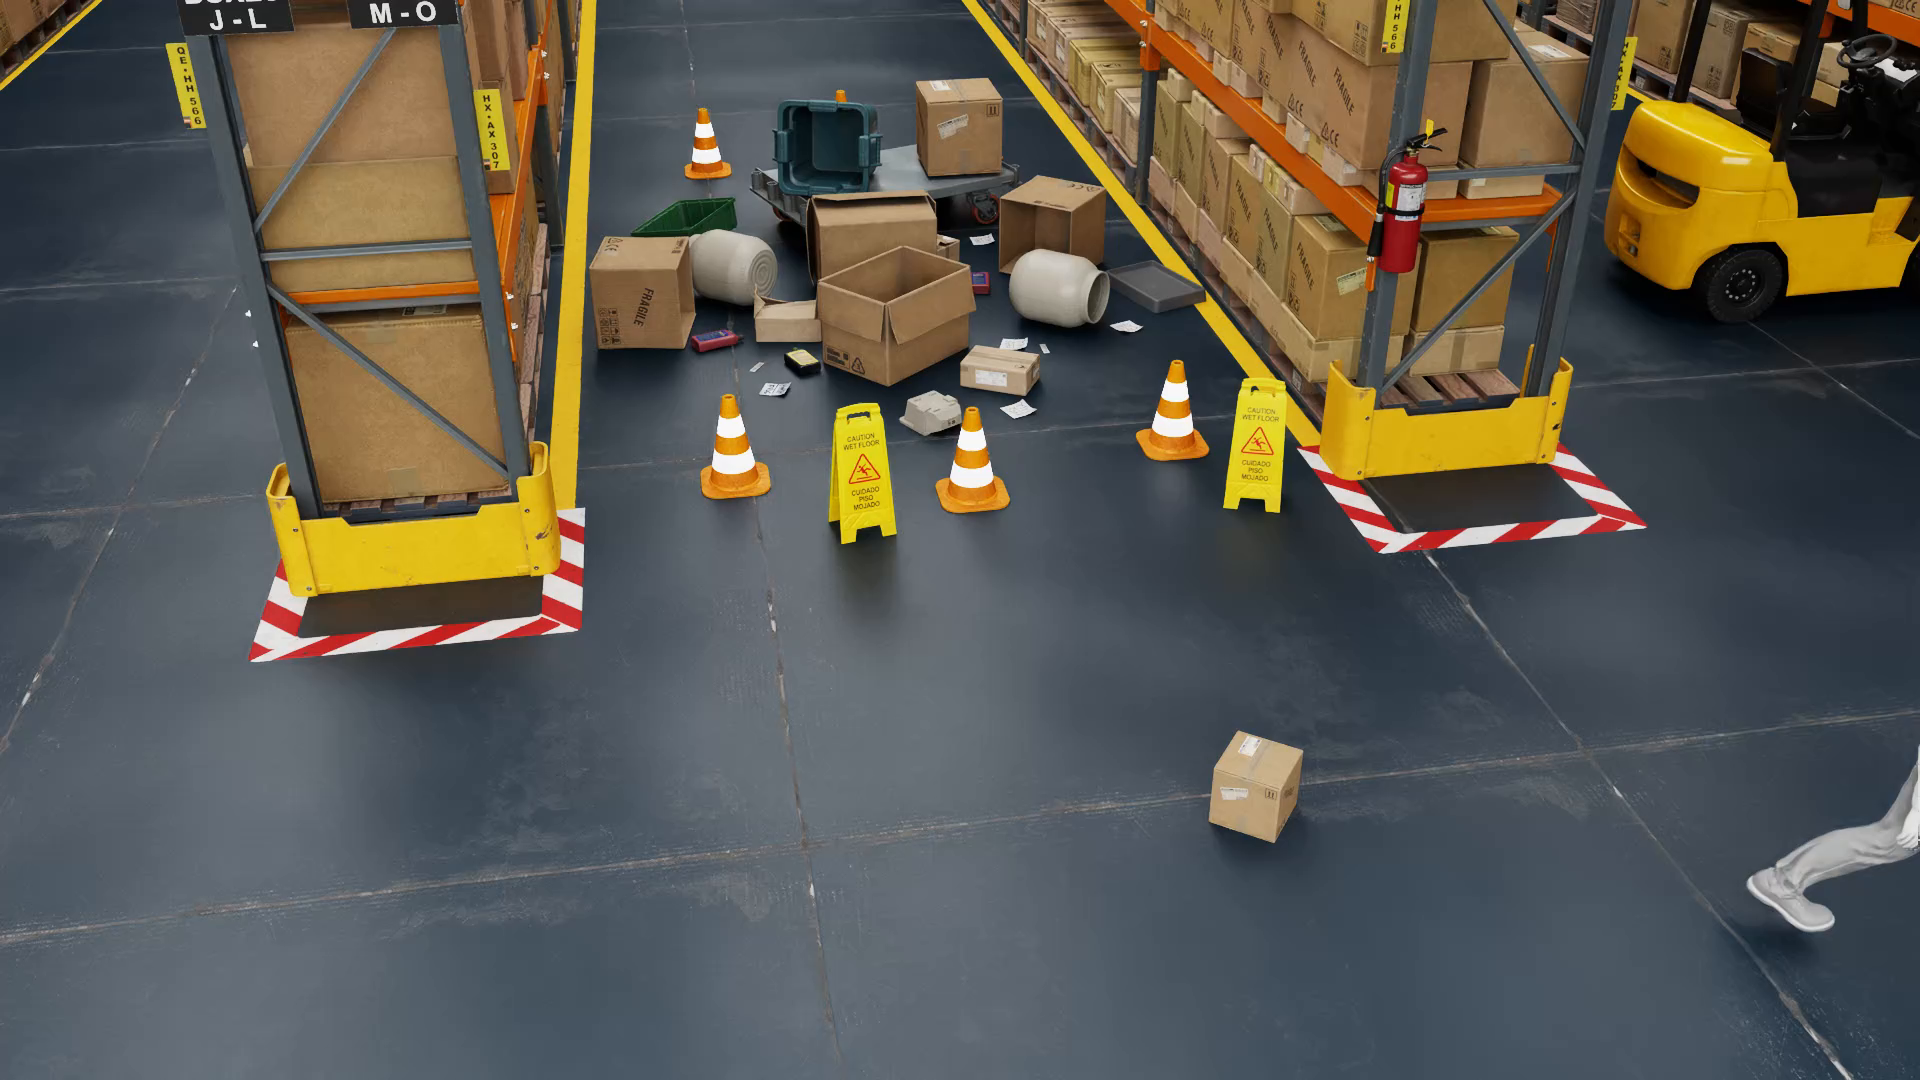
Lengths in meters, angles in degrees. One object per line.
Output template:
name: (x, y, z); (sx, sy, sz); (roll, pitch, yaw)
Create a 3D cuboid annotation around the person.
person: (3.039, 0.683, 4.950); (0.969, 1.640, 0.502); (17, 35, 26)
